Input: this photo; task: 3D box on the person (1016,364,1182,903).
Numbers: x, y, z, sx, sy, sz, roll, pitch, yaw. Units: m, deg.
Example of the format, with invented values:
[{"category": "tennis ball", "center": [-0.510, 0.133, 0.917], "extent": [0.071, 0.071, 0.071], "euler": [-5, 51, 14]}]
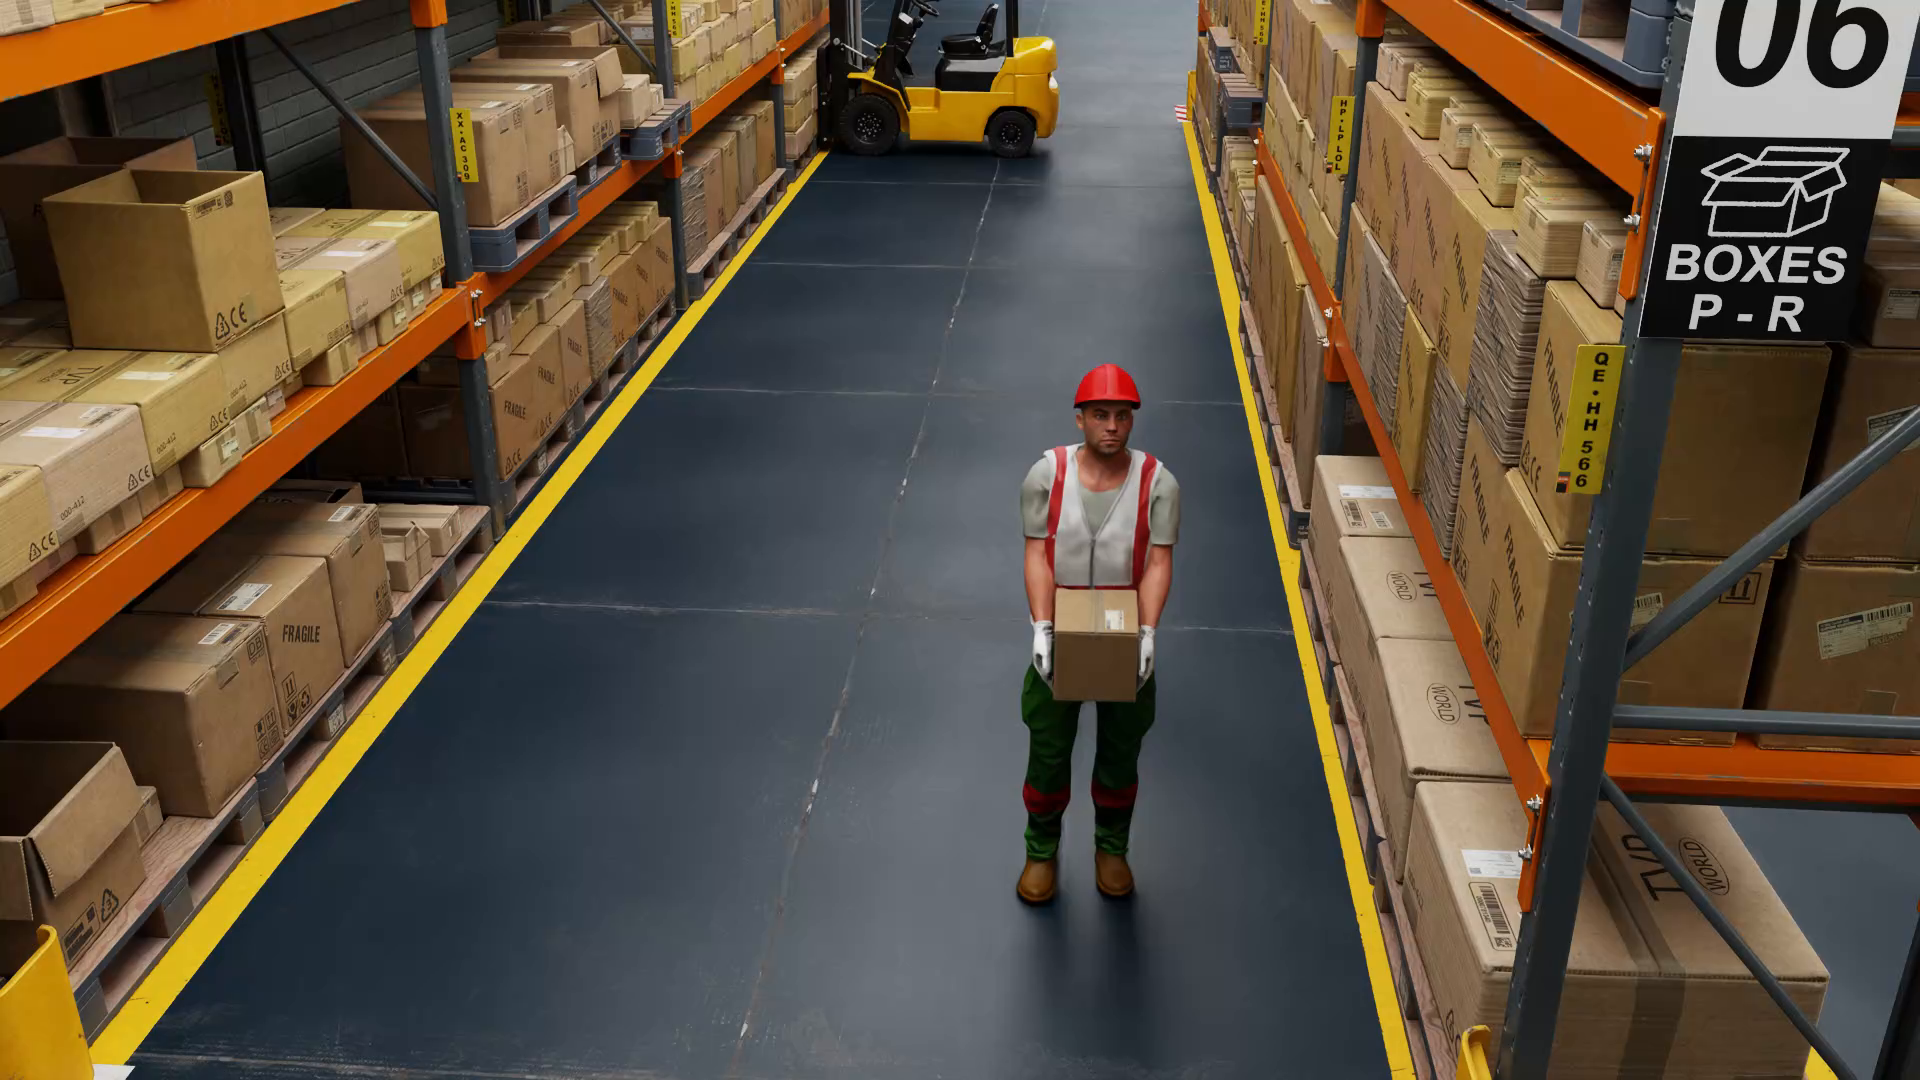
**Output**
[{"category": "person", "center": [0.433, 0.345, 5.306], "extent": [0.508, 1.793, 0.552], "euler": [2, 24, 4]}]
